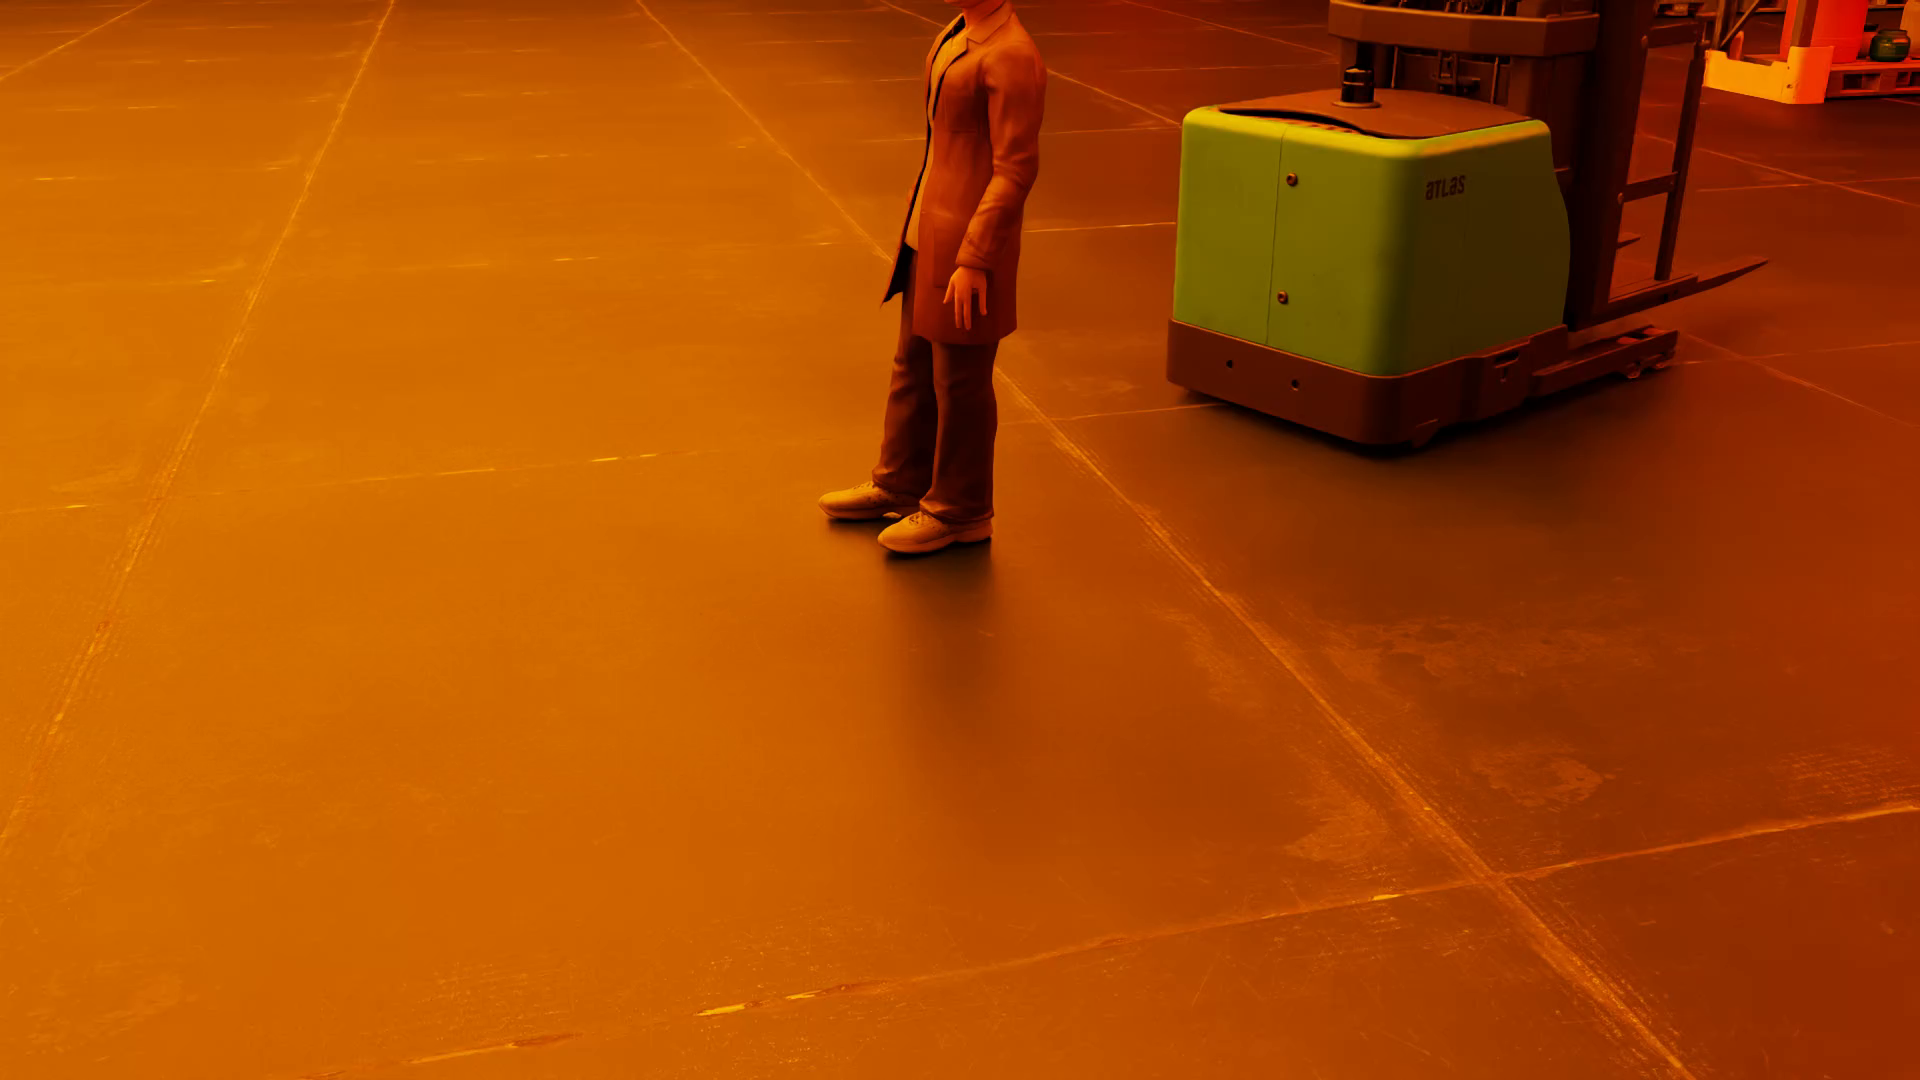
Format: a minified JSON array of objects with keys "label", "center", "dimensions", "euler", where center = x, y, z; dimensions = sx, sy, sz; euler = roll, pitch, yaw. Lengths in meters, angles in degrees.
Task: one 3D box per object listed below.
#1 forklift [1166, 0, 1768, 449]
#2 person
[{"label":"forklift","center":[2.237,-2.121,6.293],"dimensions":[3.031,2.935,1.130],"euler":[-18,29,-36]},{"label":"person","center":[-0.089,-0.817,4.684],"dimensions":[0.582,1.776,0.694],"euler":[-6,24,-14]}]
